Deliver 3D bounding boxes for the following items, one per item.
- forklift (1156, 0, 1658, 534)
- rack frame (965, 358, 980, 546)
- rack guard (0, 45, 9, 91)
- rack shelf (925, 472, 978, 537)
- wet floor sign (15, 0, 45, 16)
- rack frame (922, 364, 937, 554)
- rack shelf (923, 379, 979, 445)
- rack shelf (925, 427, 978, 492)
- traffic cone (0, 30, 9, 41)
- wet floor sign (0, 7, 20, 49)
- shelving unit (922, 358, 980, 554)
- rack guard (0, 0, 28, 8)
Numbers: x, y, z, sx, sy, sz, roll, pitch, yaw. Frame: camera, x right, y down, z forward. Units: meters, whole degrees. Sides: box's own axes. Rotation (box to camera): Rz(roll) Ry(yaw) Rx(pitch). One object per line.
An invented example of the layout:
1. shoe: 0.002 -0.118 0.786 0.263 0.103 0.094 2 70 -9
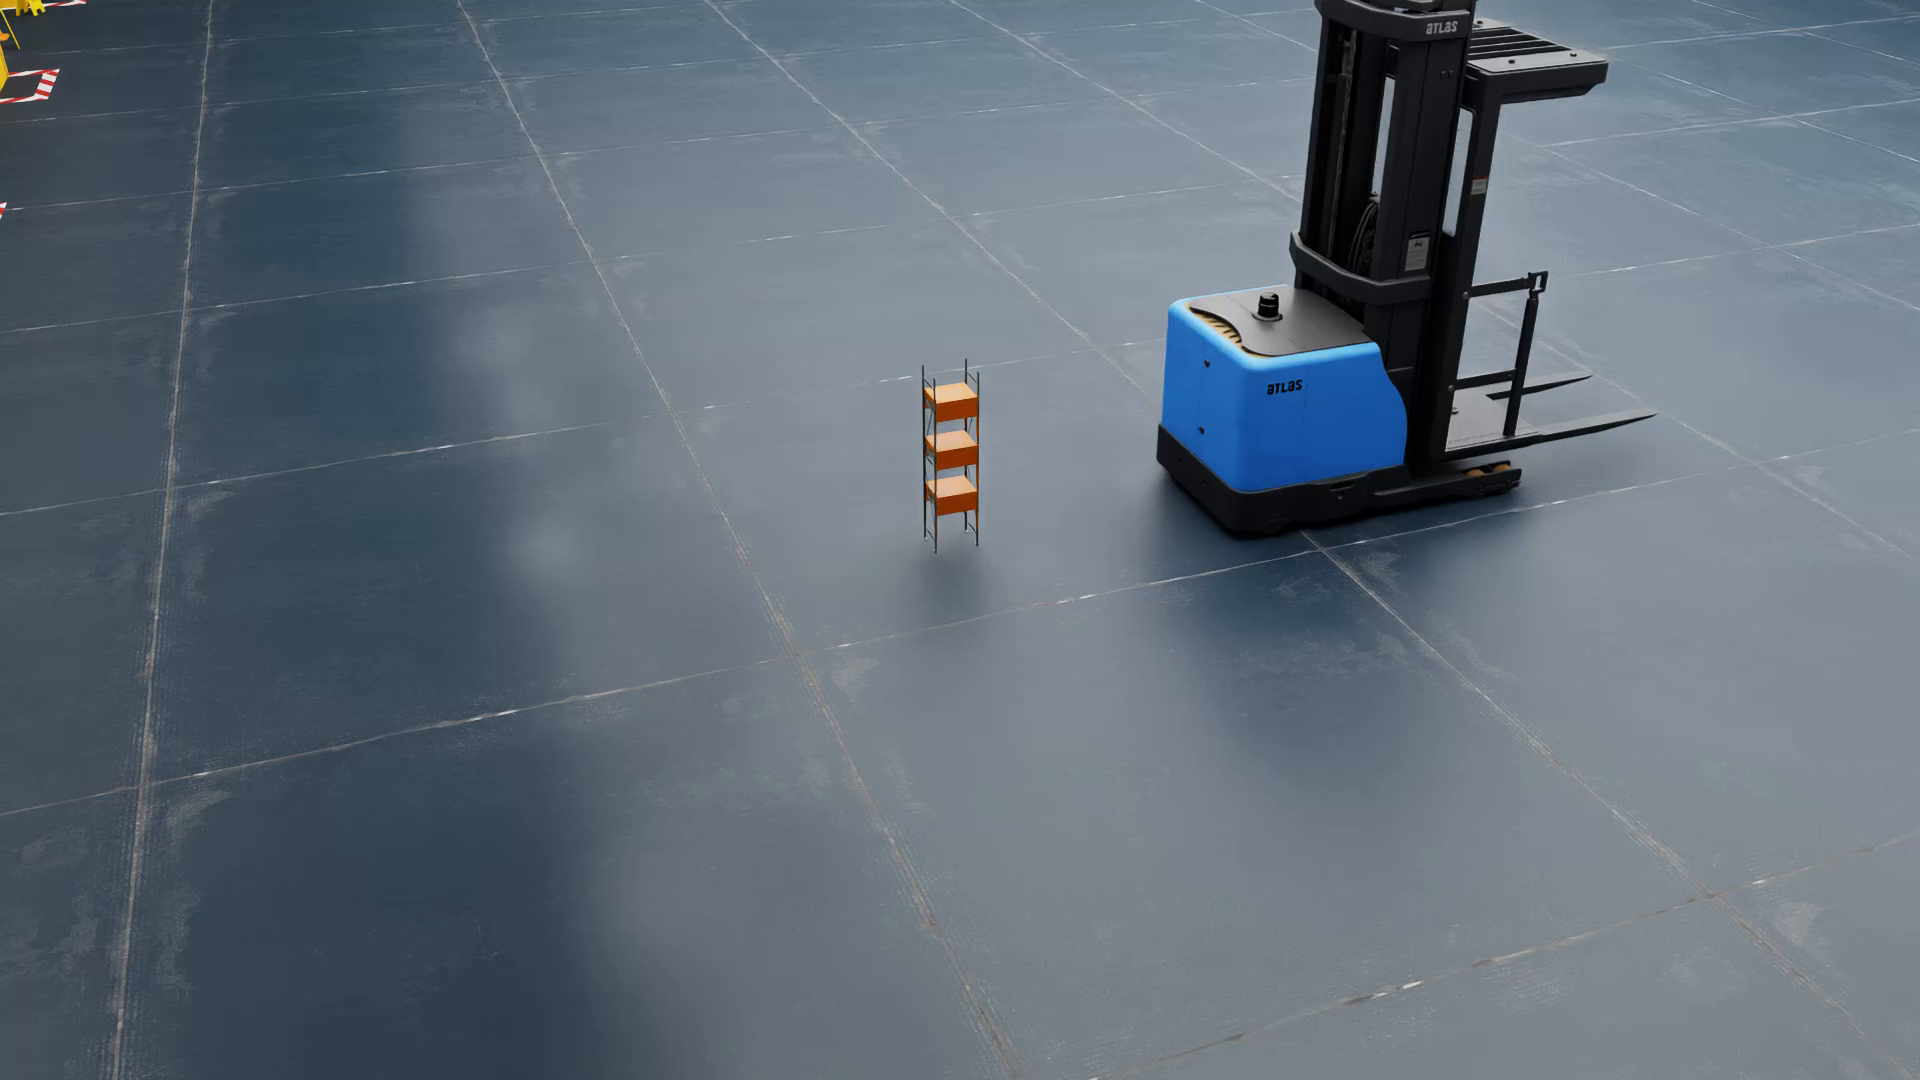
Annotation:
1. forklift: 2.751 -1.749 9.392 3.031 2.935 1.130 -11 31 -18
2. rack frame: 0.064 -0.468 9.043 0.008 1.050 0.200 -10 31 -18
3. rack guard: -10.374 -5.015 17.580 0.348 0.500 1.175 -10 31 -18
4. rack shelf: -0.050 -0.196 9.149 0.240 0.259 0.215 -10 31 -18
5. wet floor sign: -11.666 -6.889 20.723 0.232 0.644 0.267 0 30 0
6. rack frame: -0.164 -0.426 8.970 0.008 1.050 0.200 -10 31 -18
7. rack shelf: -0.050 -0.684 8.871 0.240 0.259 0.215 -10 31 -18
8. rack shelf: -0.050 -0.438 9.012 0.240 0.259 0.215 -10 31 -18
9. traffic cone: -11.465 -6.145 19.600 0.334 0.463 0.336 -10 31 -18
10. wet floor sign: -11.060 -5.997 19.158 0.232 0.644 0.267 -16 33 -26
11. shelving unit: -0.050 -0.447 9.006 0.252 1.050 0.215 -10 31 -18
12. rack guard: -12.289 -7.277 21.550 0.348 0.500 1.175 -10 31 -18
